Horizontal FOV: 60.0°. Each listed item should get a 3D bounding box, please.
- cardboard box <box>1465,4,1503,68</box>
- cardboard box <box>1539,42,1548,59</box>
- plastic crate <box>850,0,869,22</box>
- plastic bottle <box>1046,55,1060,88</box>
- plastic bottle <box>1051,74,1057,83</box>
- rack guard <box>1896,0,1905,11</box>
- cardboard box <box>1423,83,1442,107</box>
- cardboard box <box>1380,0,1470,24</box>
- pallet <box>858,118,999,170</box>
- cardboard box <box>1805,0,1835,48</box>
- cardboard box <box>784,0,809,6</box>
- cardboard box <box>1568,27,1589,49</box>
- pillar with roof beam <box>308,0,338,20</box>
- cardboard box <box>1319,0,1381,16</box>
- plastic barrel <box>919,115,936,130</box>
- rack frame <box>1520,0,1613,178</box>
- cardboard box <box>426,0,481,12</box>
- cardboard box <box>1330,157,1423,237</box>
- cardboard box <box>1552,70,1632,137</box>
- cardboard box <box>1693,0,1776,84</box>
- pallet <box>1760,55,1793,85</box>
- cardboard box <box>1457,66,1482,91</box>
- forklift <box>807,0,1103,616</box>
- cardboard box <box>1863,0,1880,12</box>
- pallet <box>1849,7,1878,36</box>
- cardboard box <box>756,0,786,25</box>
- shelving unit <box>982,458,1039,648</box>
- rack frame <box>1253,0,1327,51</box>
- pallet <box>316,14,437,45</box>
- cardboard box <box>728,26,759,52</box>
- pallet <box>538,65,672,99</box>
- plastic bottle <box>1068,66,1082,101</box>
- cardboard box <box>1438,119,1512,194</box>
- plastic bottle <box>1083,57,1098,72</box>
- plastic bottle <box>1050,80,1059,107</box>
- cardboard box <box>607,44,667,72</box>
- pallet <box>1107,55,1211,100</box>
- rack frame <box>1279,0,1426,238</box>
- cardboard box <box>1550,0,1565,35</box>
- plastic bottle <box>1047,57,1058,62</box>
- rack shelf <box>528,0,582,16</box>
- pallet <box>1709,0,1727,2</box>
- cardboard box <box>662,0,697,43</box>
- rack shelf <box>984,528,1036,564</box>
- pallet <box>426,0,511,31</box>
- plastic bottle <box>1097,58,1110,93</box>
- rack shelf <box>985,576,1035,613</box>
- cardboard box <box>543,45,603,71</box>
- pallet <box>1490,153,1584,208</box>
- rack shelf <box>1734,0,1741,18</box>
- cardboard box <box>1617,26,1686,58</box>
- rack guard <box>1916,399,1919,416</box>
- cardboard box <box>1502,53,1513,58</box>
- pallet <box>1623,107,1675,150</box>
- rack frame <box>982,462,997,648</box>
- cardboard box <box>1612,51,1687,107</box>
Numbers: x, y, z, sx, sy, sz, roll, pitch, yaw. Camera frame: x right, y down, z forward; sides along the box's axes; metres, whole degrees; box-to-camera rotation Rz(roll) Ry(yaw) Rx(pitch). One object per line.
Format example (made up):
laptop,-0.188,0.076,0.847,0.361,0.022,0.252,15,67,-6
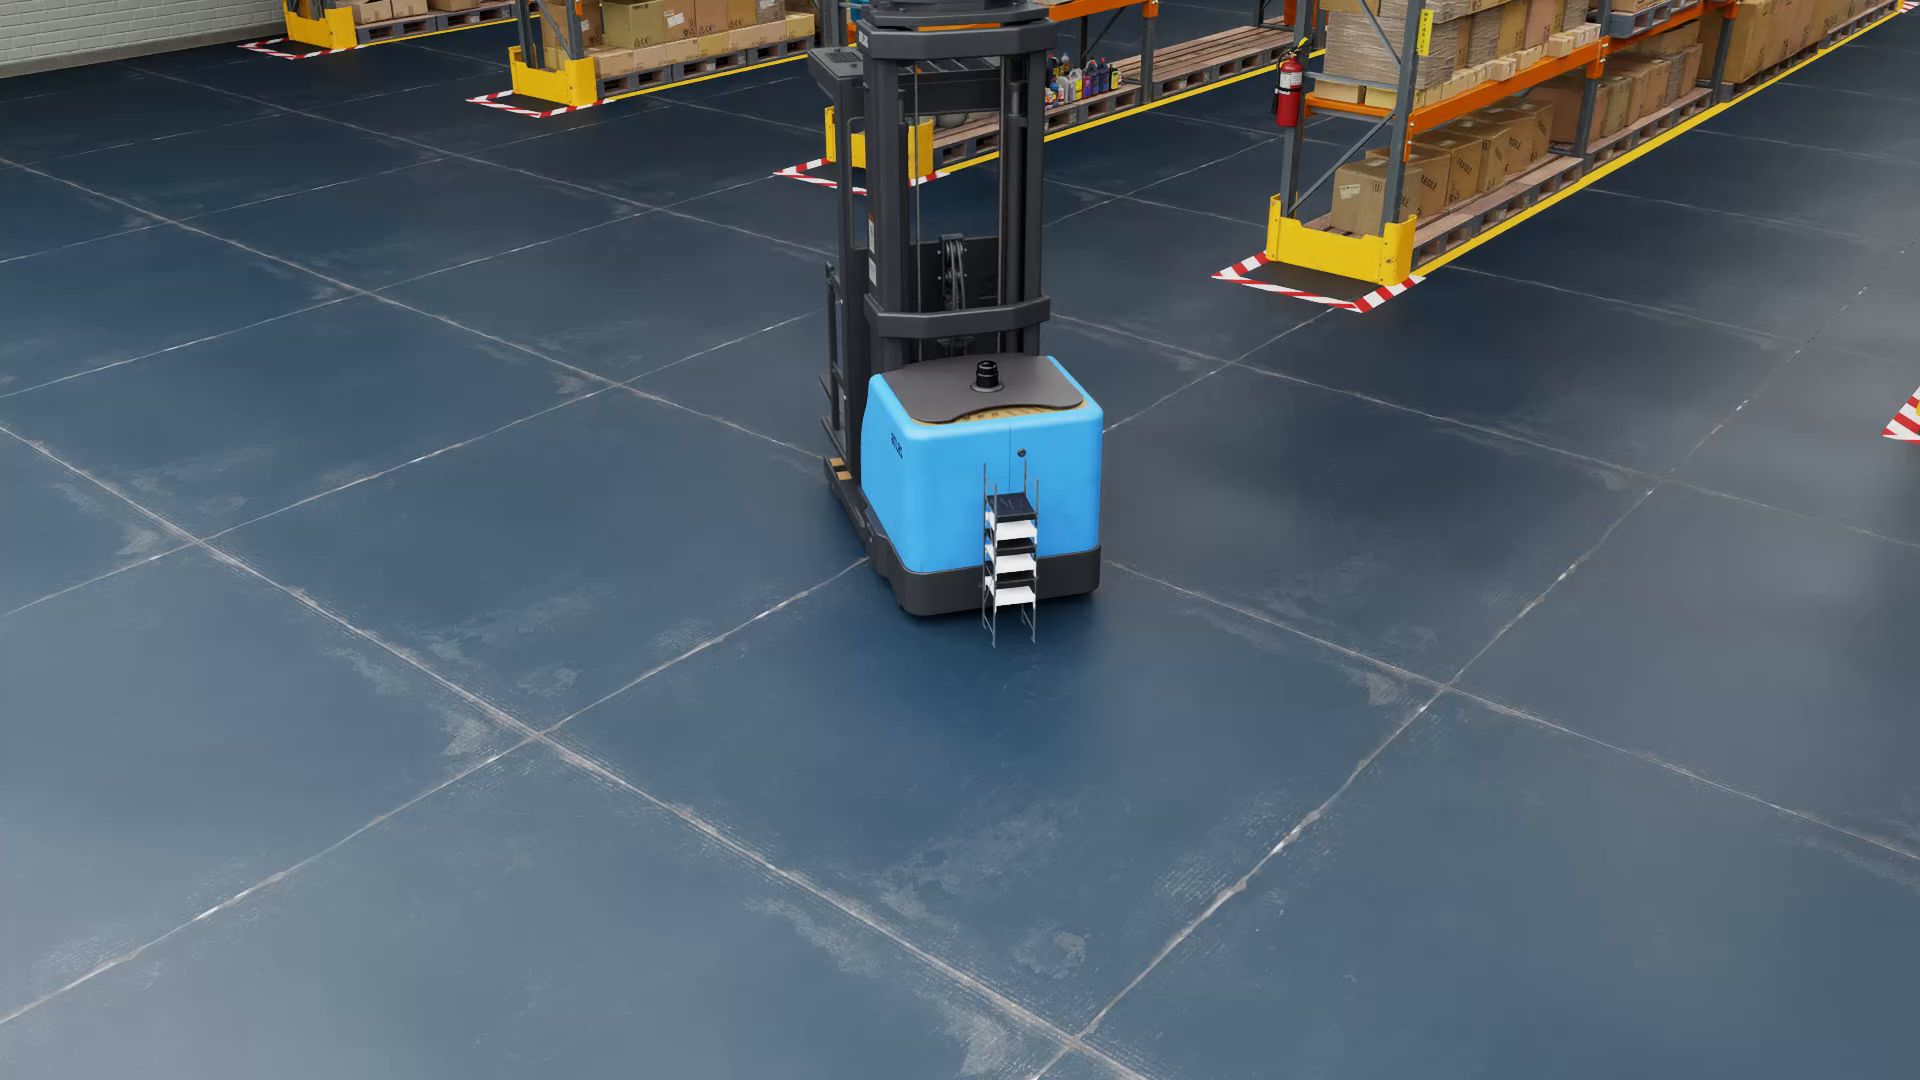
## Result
cardboard box,3.963,-4.267,13.802,0.875,0.500,0.500,21,34,34
cardboard box,4.944,-4.343,14.654,0.380,0.149,0.250,21,34,34
plastic crate,-0.720,-5.173,16.148,0.499,0.251,0.616,21,34,34
plastic bottle,1.015,-5.205,18.450,0.144,0.351,0.185,21,34,34
plastic bottle,1.034,-4.861,17.859,0.061,0.283,0.133,21,34,34
rack guard,13.207,-8.098,24.360,1.175,0.500,0.348,21,34,34
cardboard box,3.554,-3.530,13.082,0.380,0.149,0.250,21,34,34
cardboard box,3.575,-4.263,12.705,0.500,0.500,0.500,21,34,34
pallet,-0.274,-4.063,16.875,1.003,0.211,1.213,21,34,34
cardboard box,10.256,-6.792,20.969,1.225,0.875,0.875,21,34,35
cardboard box,-2.046,-7.283,21.990,0.500,0.311,0.500,21,34,34
cardboard box,5.483,-4.586,15.123,0.380,0.149,0.250,21,34,34
pillar with roof beam,-5.352,-9.777,18.356,9.100,9.000,0.400,21,34,34
cardboard box,3.174,-4.415,12.999,0.500,0.500,0.500,21,34,34
plastic barrel,-0.447,-4.312,16.571,0.421,0.512,0.421,0,27,0
rack frame,5.559,-4.945,15.545,1.000,3.000,0.127,21,34,34
cardboard box,-7.074,-7.622,22.960,0.700,0.500,0.500,18,33,31
cardboard box,3.425,-2.820,13.700,0.500,0.500,0.500,-21,34,-35
cardboard box,6.284,-4.405,16.743,0.700,0.500,0.500,21,34,34
cardboard box,8.558,-5.845,19.139,1.225,0.875,0.875,19,33,32
pallet,9.439,-5.813,20.257,1.003,0.211,1.213,21,34,34
cardboard box,4.032,-3.795,13.595,0.380,0.149,0.250,21,34,34
forklift,-0.176,-1.580,9.114,1.130,2.935,3.031,-8,28,-14
cardboard box,12.268,-7.870,23.053,0.875,0.875,0.875,21,34,34
pallet,11.967,-7.224,22.985,1.003,0.211,1.213,21,34,34
cardboard box,-2.536,-6.738,20.729,0.500,0.500,0.500,21,34,34
shelving unit,0.243,0.068,8.139,0.210,0.900,0.258,-6,28,-11
rack frame,4.282,-7.811,21.084,1.000,3.000,0.127,21,34,34
pallet,-7.859,-6.936,22.428,1.003,0.211,1.213,21,34,34
cardboard box,-2.841,-6.223,20.550,0.500,0.250,0.500,21,34,34
pallet,-4.173,-5.468,19.591,1.003,0.211,1.213,21,34,34
plastic bottle,1.223,-4.916,17.893,0.144,0.351,0.185,21,34,34
cardboard box,4.581,-3.443,14.904,0.500,0.500,0.500,17,32,30
plastic bottle,1.439,-5.141,18.328,0.144,0.351,0.185,21,34,34
plastic bottle,0.997,-4.739,17.636,0.097,0.271,0.097,0,27,0
cardboard box,-3.799,-5.692,19.524,0.500,0.250,0.500,21,34,34
pallet,2.207,-5.444,19.544,1.003,0.211,1.213,21,34,34
rack frame,3.015,-3.527,12.803,1.000,3.000,0.127,21,34,34
cardboard box,4.880,-4.813,14.857,0.875,0.500,0.500,21,34,34
plastic bottle,1.012,-5.271,18.660,0.152,0.276,0.135,22,35,36
rack shelf,-3.355,-6.813,19.938,1.077,0.370,4.000,21,34,34
pallet,7.732,-5.994,17.782,1.213,0.211,1.003,21,34,34
cardboard box,-3.489,-6.206,19.701,0.500,0.500,0.500,21,34,34
rack shelf,0.243,0.018,8.113,0.200,0.077,0.258,-6,28,-11
pallet,-7.083,-7.367,23.260,1.003,0.211,1.213,21,34,34
plastic bottle,1.550,-5.099,18.246,0.144,0.351,0.185,20,33,33
rack shelf,0.243,0.258,8.237,0.200,0.077,0.258,-6,28,-11
cardboard box,-4.514,-5.665,19.472,0.500,0.250,0.500,21,34,34
pallet,5.159,-3.458,15.705,1.003,0.211,1.213,21,34,34
rack shelf,9.376,-6.753,19.822,1.077,0.370,4.000,21,34,34
cardboard box,7.371,-5.344,17.742,0.500,0.250,0.500,-24,36,-38
rack guard,6.763,-0.923,10.490,1.175,0.500,0.348,21,34,34
cardboard box,4.466,-4.078,14.141,0.380,0.149,0.250,21,34,34
pallet,6.829,-4.418,17.560,1.003,0.211,1.213,21,34,34
rack frame,0.144,0.079,8.119,0.006,0.900,0.240,-6,28,-11
cardboard box,7.350,-5.005,17.901,0.700,0.500,0.500,18,32,30
